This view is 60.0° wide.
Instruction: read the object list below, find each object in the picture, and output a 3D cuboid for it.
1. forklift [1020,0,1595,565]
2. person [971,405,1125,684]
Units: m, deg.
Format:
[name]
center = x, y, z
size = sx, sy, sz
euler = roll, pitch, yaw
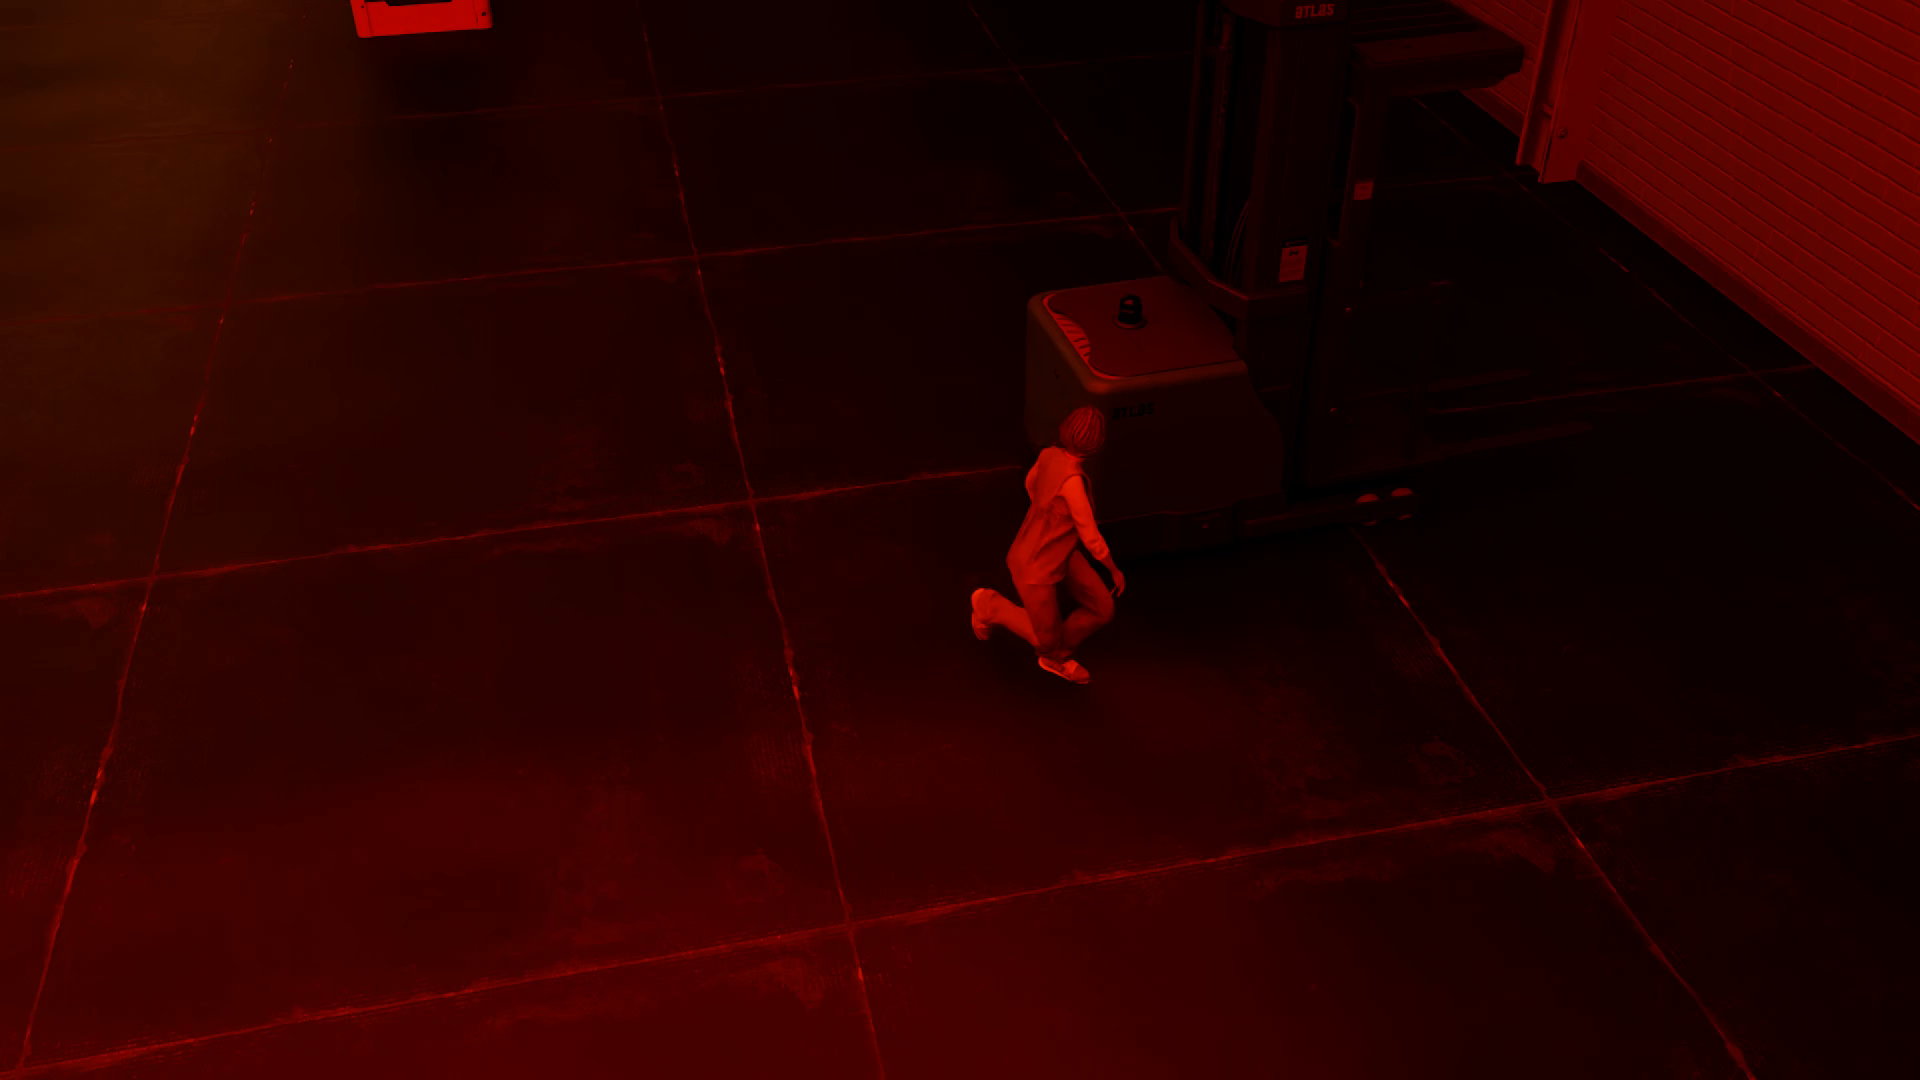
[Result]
[forklift]
center = 1.902, -1.551, 8.205
size = 3.031, 2.935, 1.130
euler = -10, 37, -13
[person]
center = 0.403, 0.017, 7.396
size = 0.746, 1.376, 0.541
euler = 12, 37, 16
